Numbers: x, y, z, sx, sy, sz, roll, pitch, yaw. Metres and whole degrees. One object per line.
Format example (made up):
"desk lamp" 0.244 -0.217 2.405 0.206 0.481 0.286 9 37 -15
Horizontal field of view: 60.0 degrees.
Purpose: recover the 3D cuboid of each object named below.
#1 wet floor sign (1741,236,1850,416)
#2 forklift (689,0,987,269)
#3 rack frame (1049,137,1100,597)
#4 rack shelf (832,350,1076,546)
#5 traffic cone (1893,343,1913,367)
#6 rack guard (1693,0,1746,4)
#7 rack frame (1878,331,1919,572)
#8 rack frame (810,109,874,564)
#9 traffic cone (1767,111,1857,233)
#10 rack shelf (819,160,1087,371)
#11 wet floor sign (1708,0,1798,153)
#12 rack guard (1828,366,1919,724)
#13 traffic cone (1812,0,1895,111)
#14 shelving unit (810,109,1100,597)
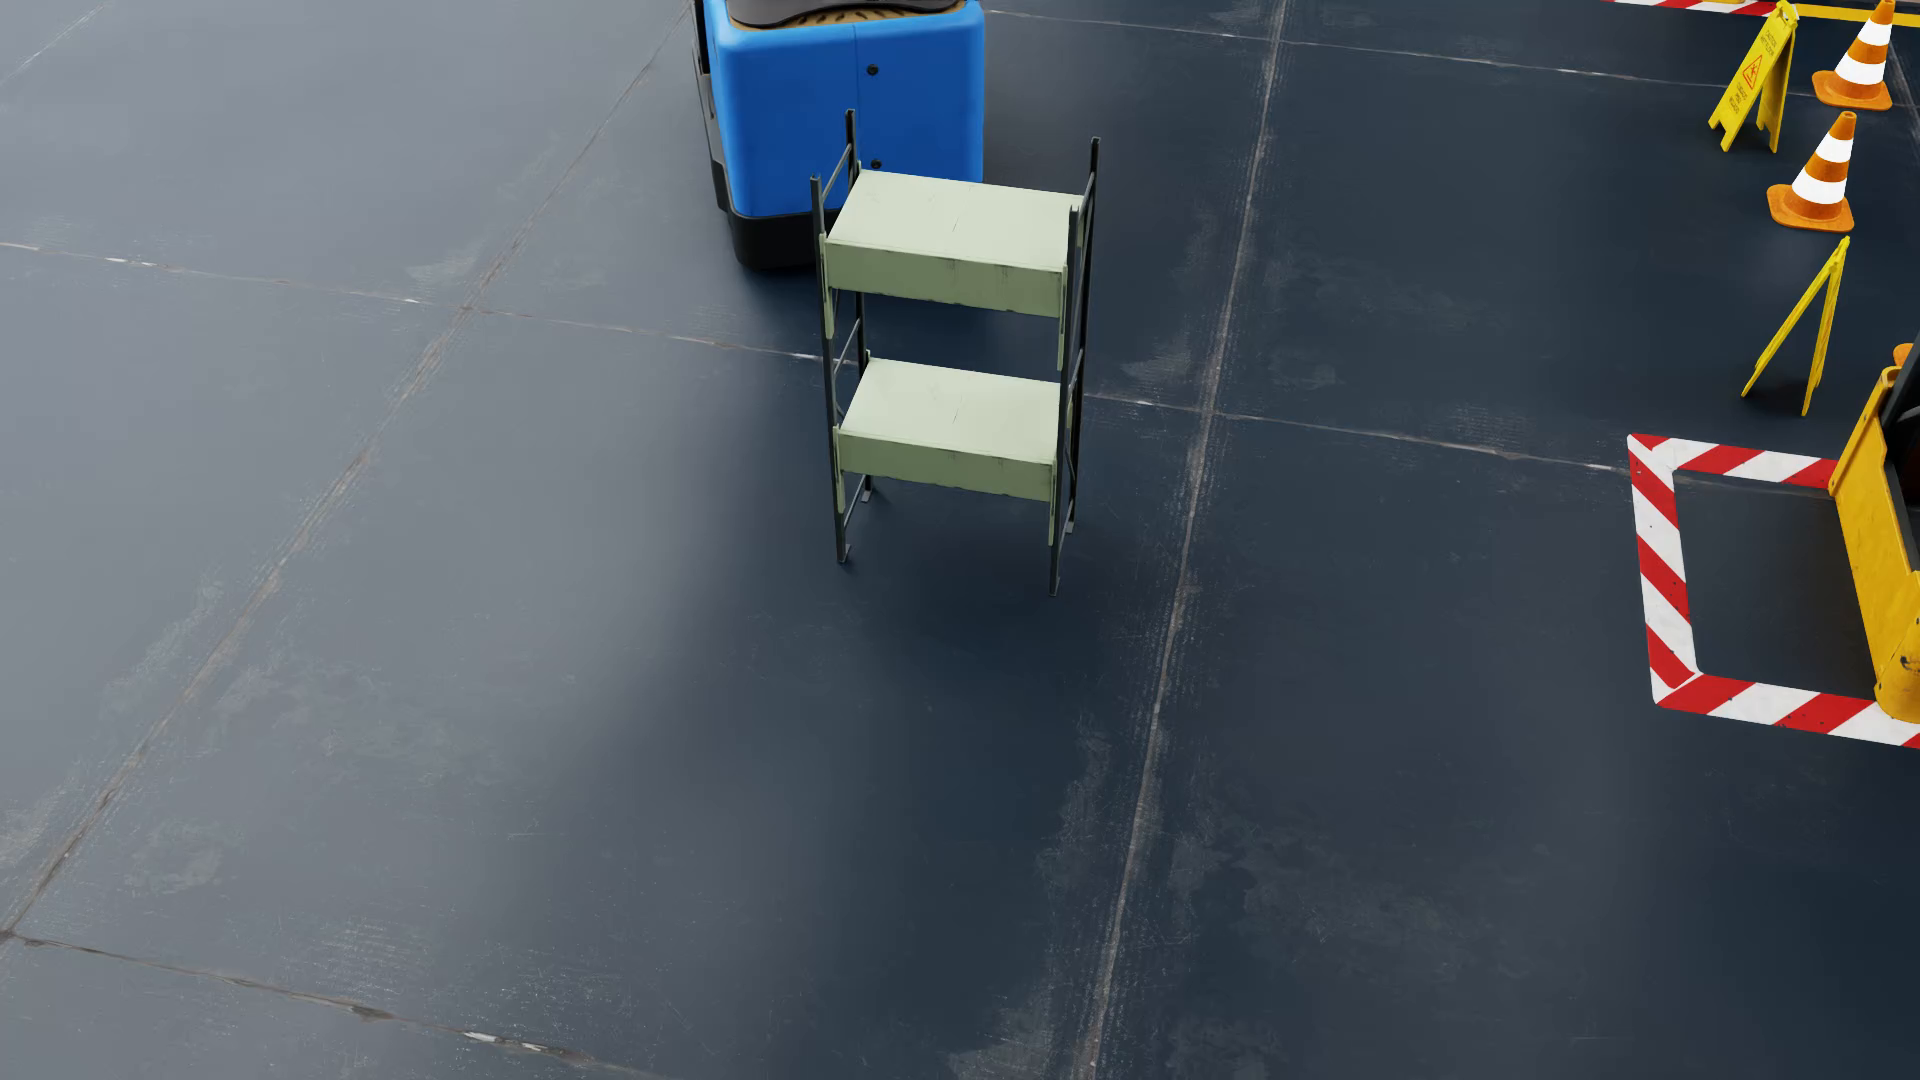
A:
"wet floor sign" 3.136 -0.813 6.130 0.232 0.644 0.267 24 49 23
"forklift" -0.683 -3.198 6.959 1.130 2.935 3.031 -8 44 -8
"rack frame" 0.351 -0.486 5.173 0.023 1.500 0.400 9 45 9
"rack shelf" -0.007 -0.306 5.457 0.720 0.370 0.431 9 45 9
"traffic cone" 3.790 -0.802 6.250 0.334 0.463 0.336 9 45 9
"rack guard" 4.047 -3.377 8.898 0.348 0.500 1.175 9 45 9
"rack frame" 3.088 -0.909 4.531 0.127 3.000 1.000 9 45 9
"rack frame" -0.364 -0.597 5.289 0.023 1.500 0.400 9 45 9
"traffic cone" 3.700 -1.605 7.084 0.334 0.463 0.336 9 45 9
"rack shelf" -0.007 -0.823 4.960 0.720 0.370 0.431 9 45 9
"wet floor sign" 3.610 -2.090 7.456 0.232 0.644 0.267 2 44 2
"rack guard" 3.162 0.003 5.386 0.348 0.500 1.175 9 45 9
"traffic cone" 4.279 -2.318 7.825 0.334 0.463 0.336 9 45 9
"shelving unit" -0.007 -0.541 5.231 0.755 1.500 0.431 9 45 9
